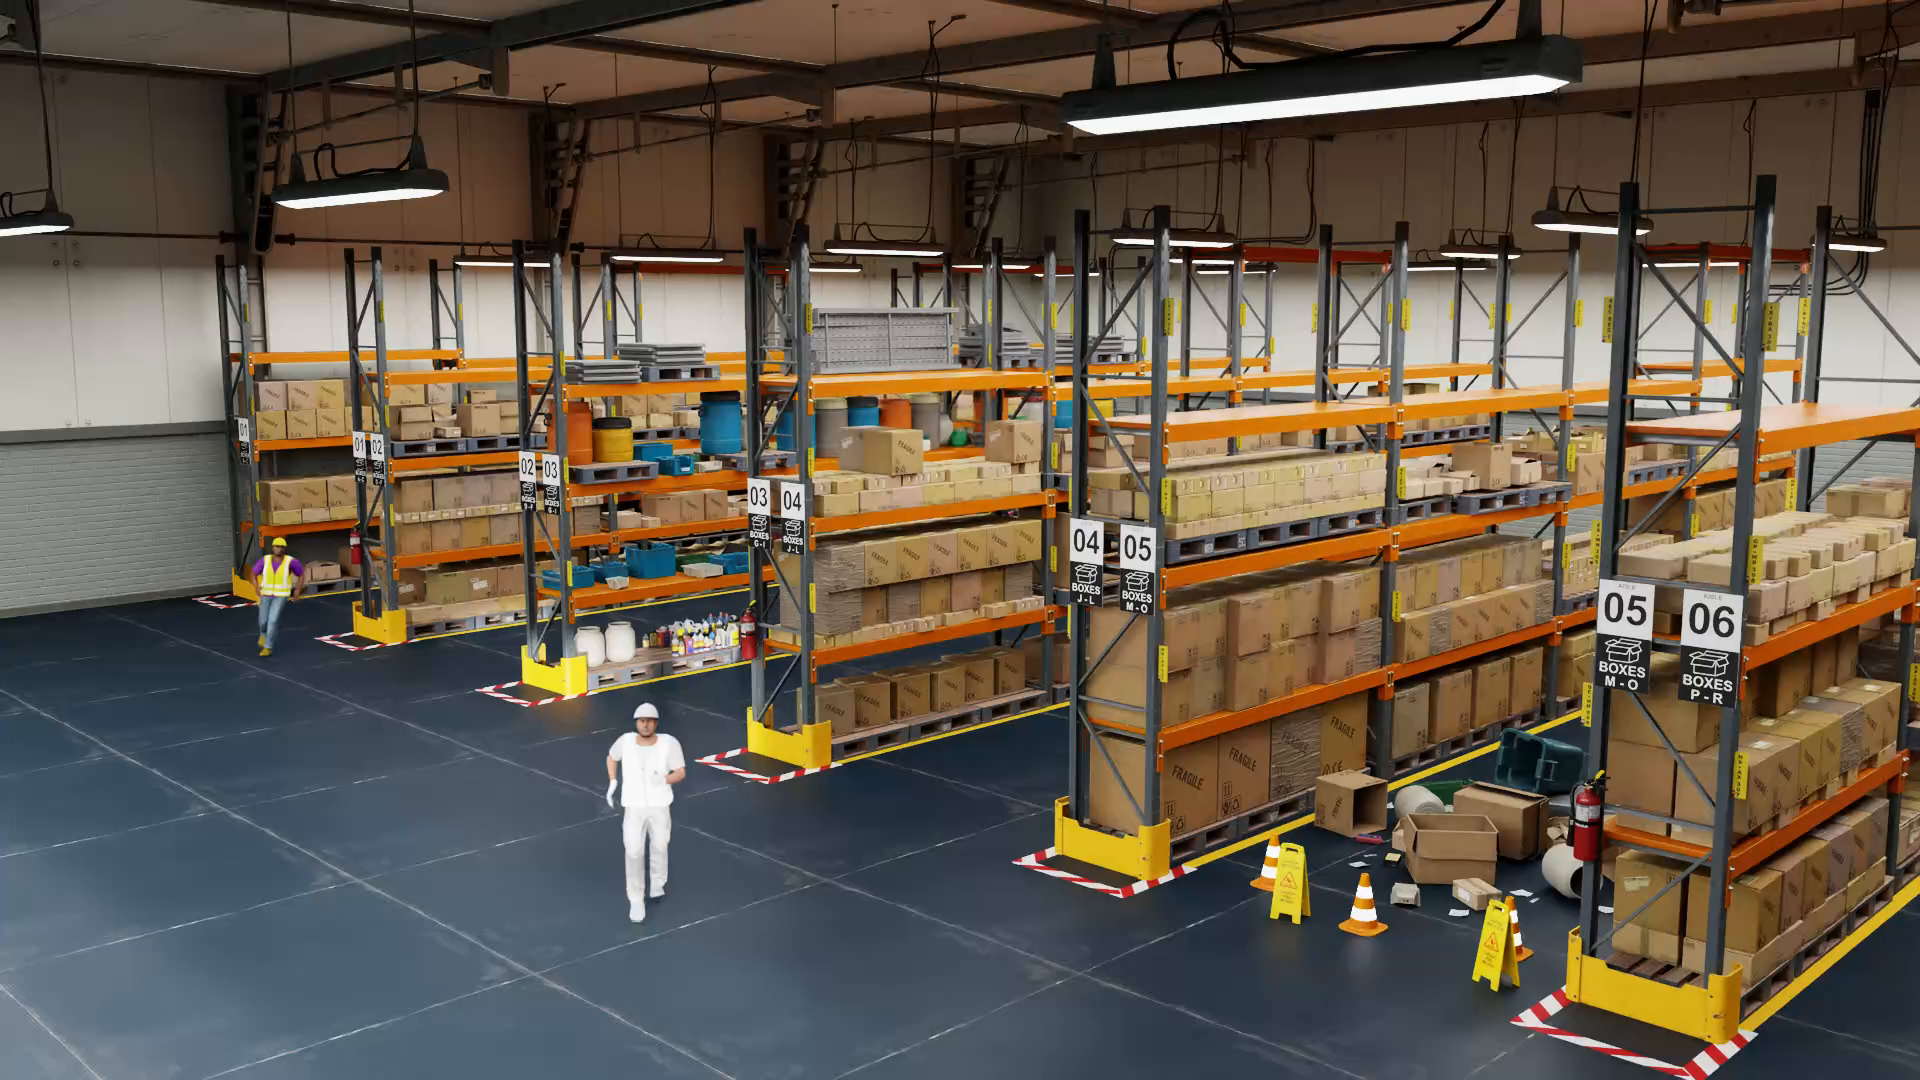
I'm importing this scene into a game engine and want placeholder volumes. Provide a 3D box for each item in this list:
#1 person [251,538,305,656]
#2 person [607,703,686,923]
[{"bbox_3d":[-10.133,0.824,24.710,0.755,1.720,0.805,-2,8,-13],"label":"person"},{"bbox_3d":[-2.663,2.295,14.150,0.663,1.843,0.766,-2,8,-11],"label":"person"}]
